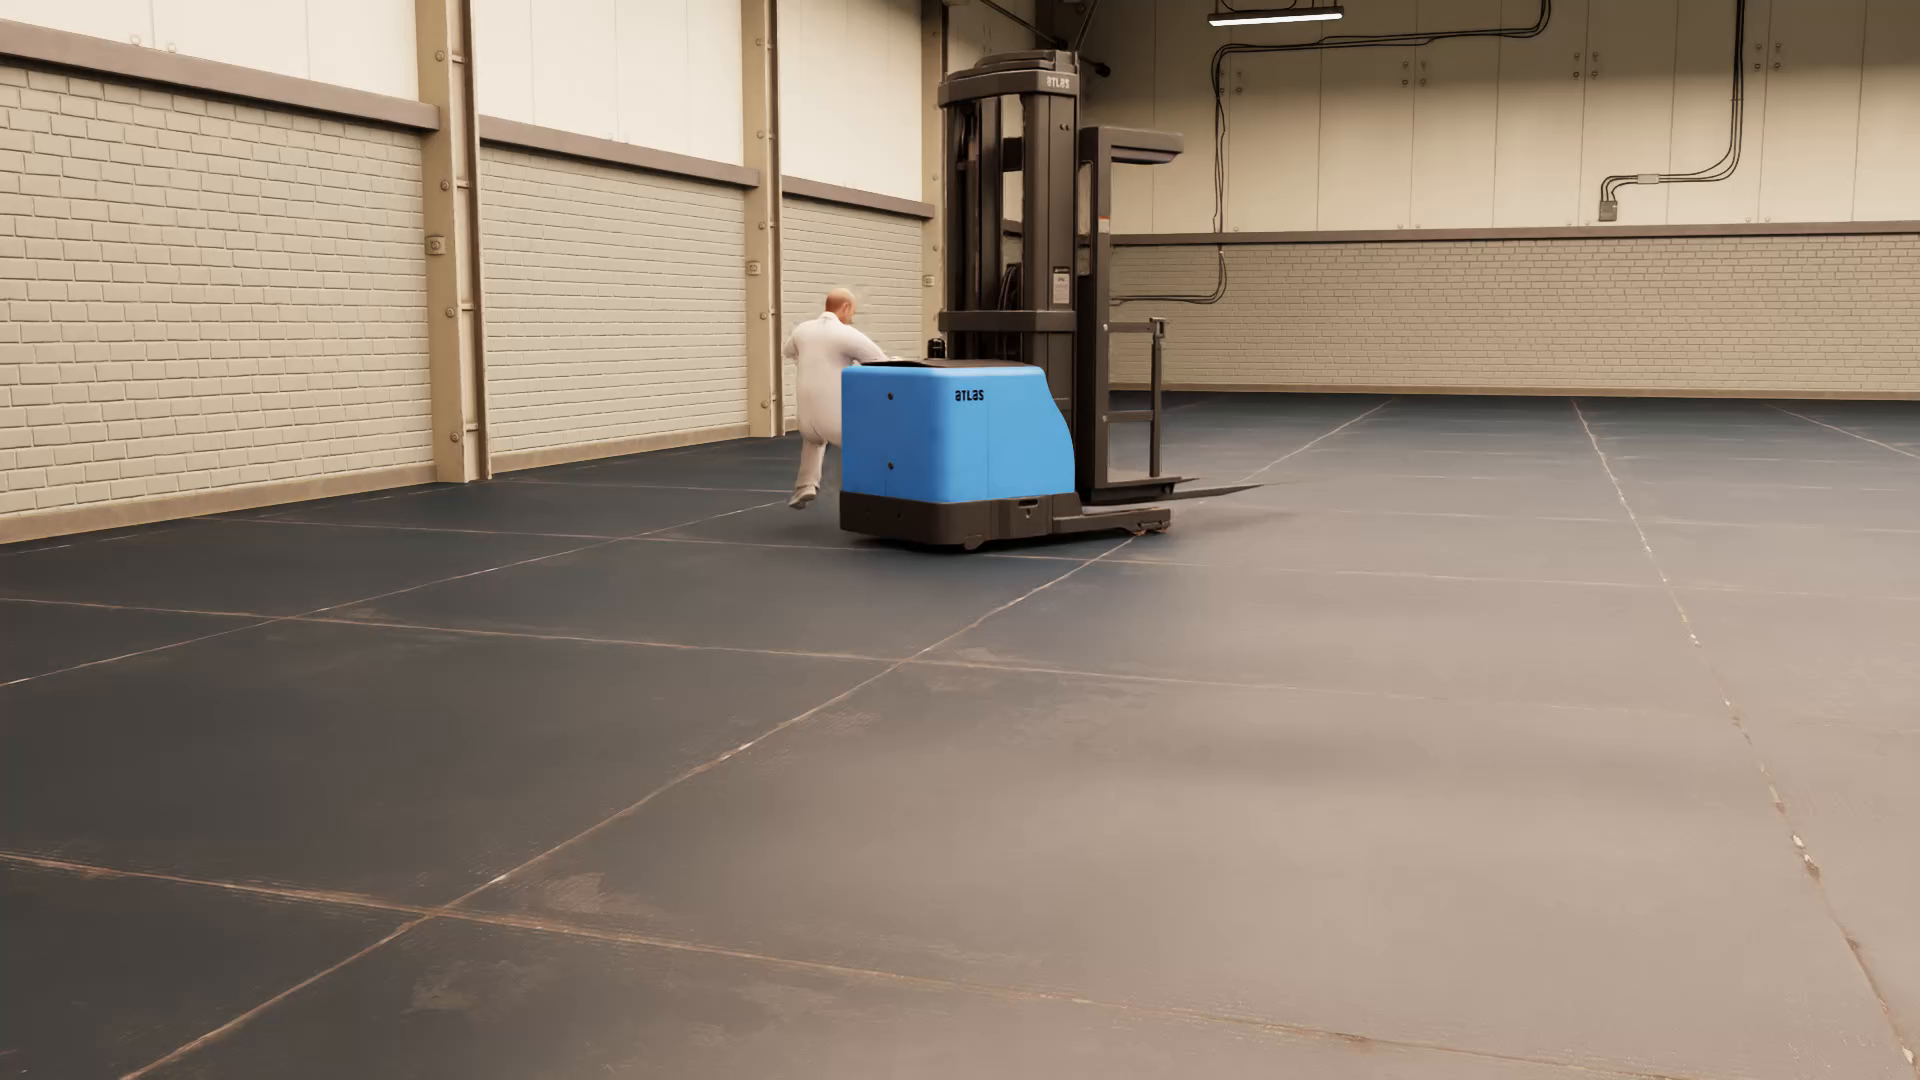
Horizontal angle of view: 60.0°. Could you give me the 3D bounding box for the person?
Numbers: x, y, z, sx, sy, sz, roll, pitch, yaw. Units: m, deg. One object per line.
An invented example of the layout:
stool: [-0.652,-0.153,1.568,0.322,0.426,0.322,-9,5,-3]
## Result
person: [-0.749,-0.863,11.159,1.065,1.404,0.771,7,10,41]

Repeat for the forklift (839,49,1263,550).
forklift: [0.718,-1.523,10.623,3.031,2.935,1.130,-6,10,-39]
